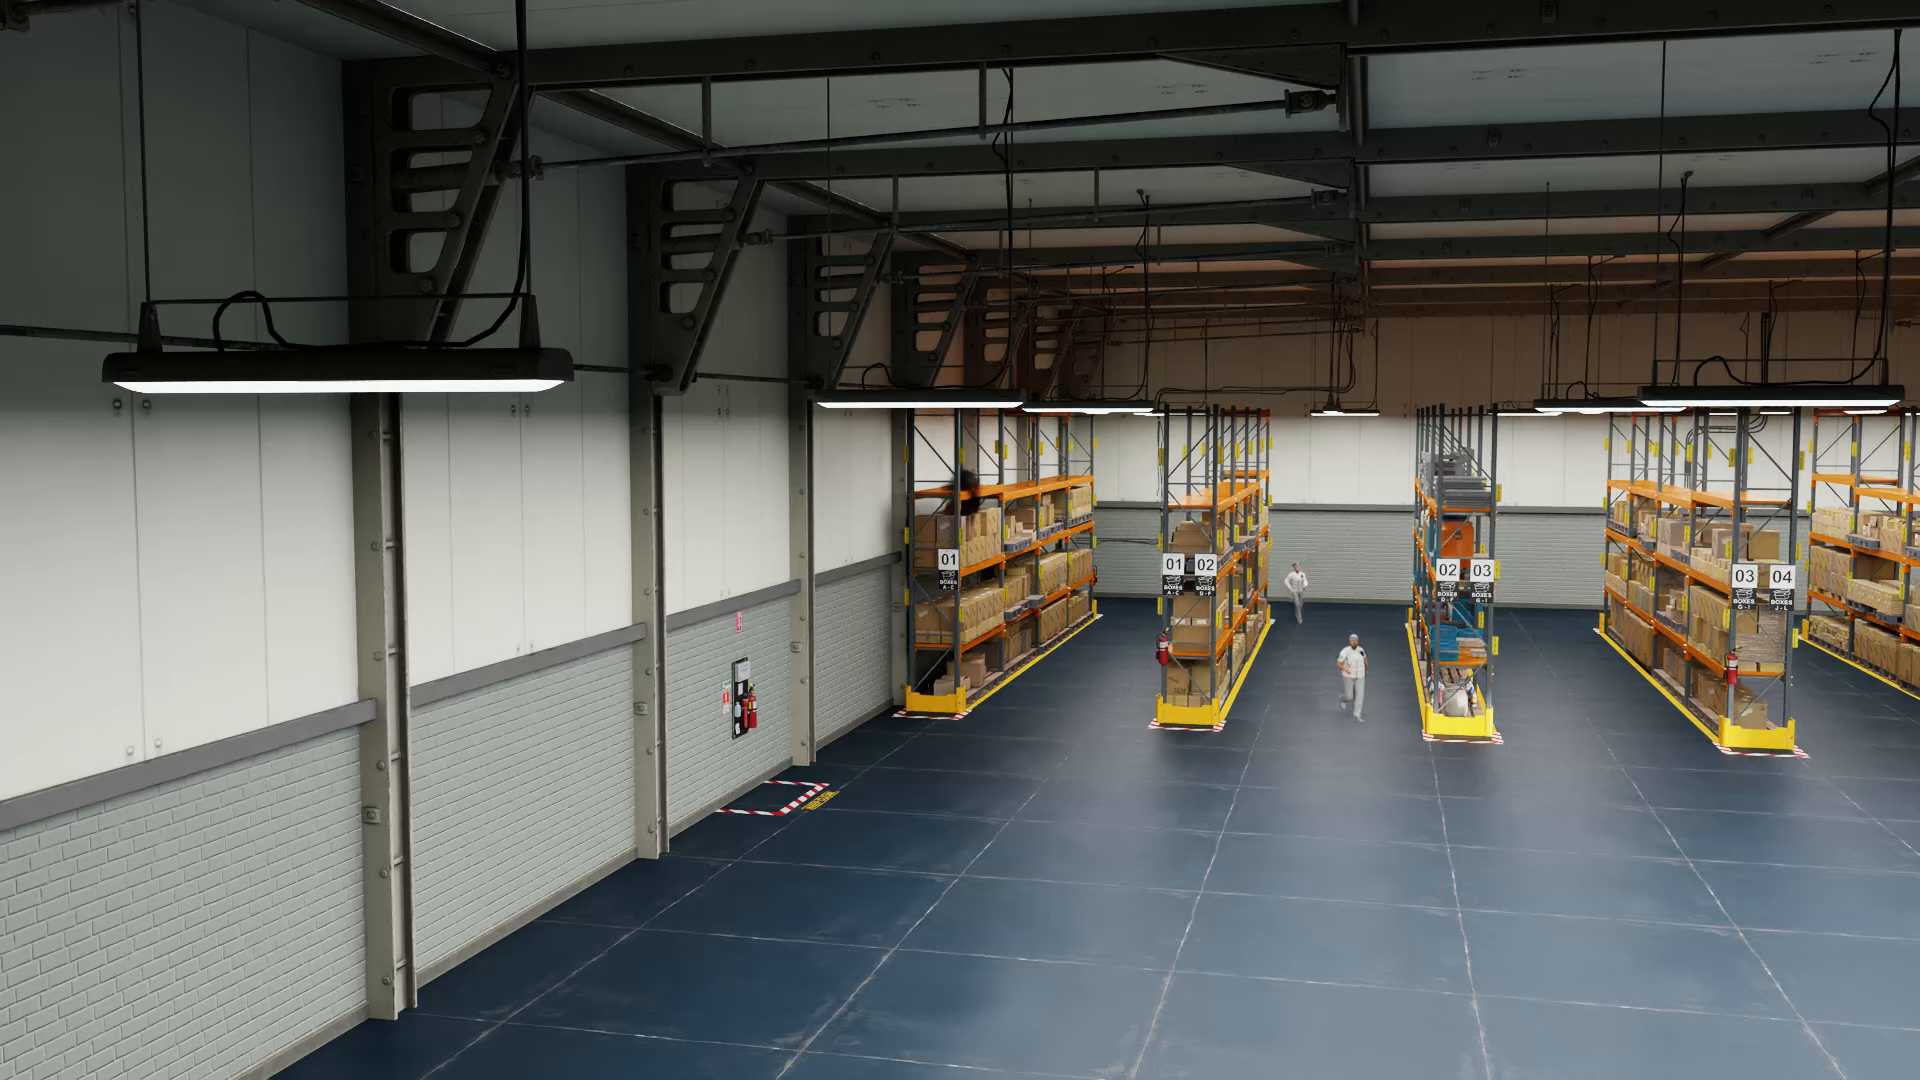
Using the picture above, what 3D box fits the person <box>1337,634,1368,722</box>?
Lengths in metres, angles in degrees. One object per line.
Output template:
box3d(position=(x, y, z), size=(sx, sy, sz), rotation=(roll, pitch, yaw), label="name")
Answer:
box3d(position=(7.506, 2.617, 31.667), size=(0.621, 1.620, 0.861), rotation=(0, 4, -6), label="person")

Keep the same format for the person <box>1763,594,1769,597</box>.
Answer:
box3d(position=(20.605, 1.865, 42.567), size=(0.556, 1.565, 0.543), rotation=(2, 5, 30), label="person")

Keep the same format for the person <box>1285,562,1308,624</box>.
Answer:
box3d(position=(9.496, 1.471, 46.917), size=(0.626, 1.701, 0.793), rotation=(0, 4, -5), label="person")
